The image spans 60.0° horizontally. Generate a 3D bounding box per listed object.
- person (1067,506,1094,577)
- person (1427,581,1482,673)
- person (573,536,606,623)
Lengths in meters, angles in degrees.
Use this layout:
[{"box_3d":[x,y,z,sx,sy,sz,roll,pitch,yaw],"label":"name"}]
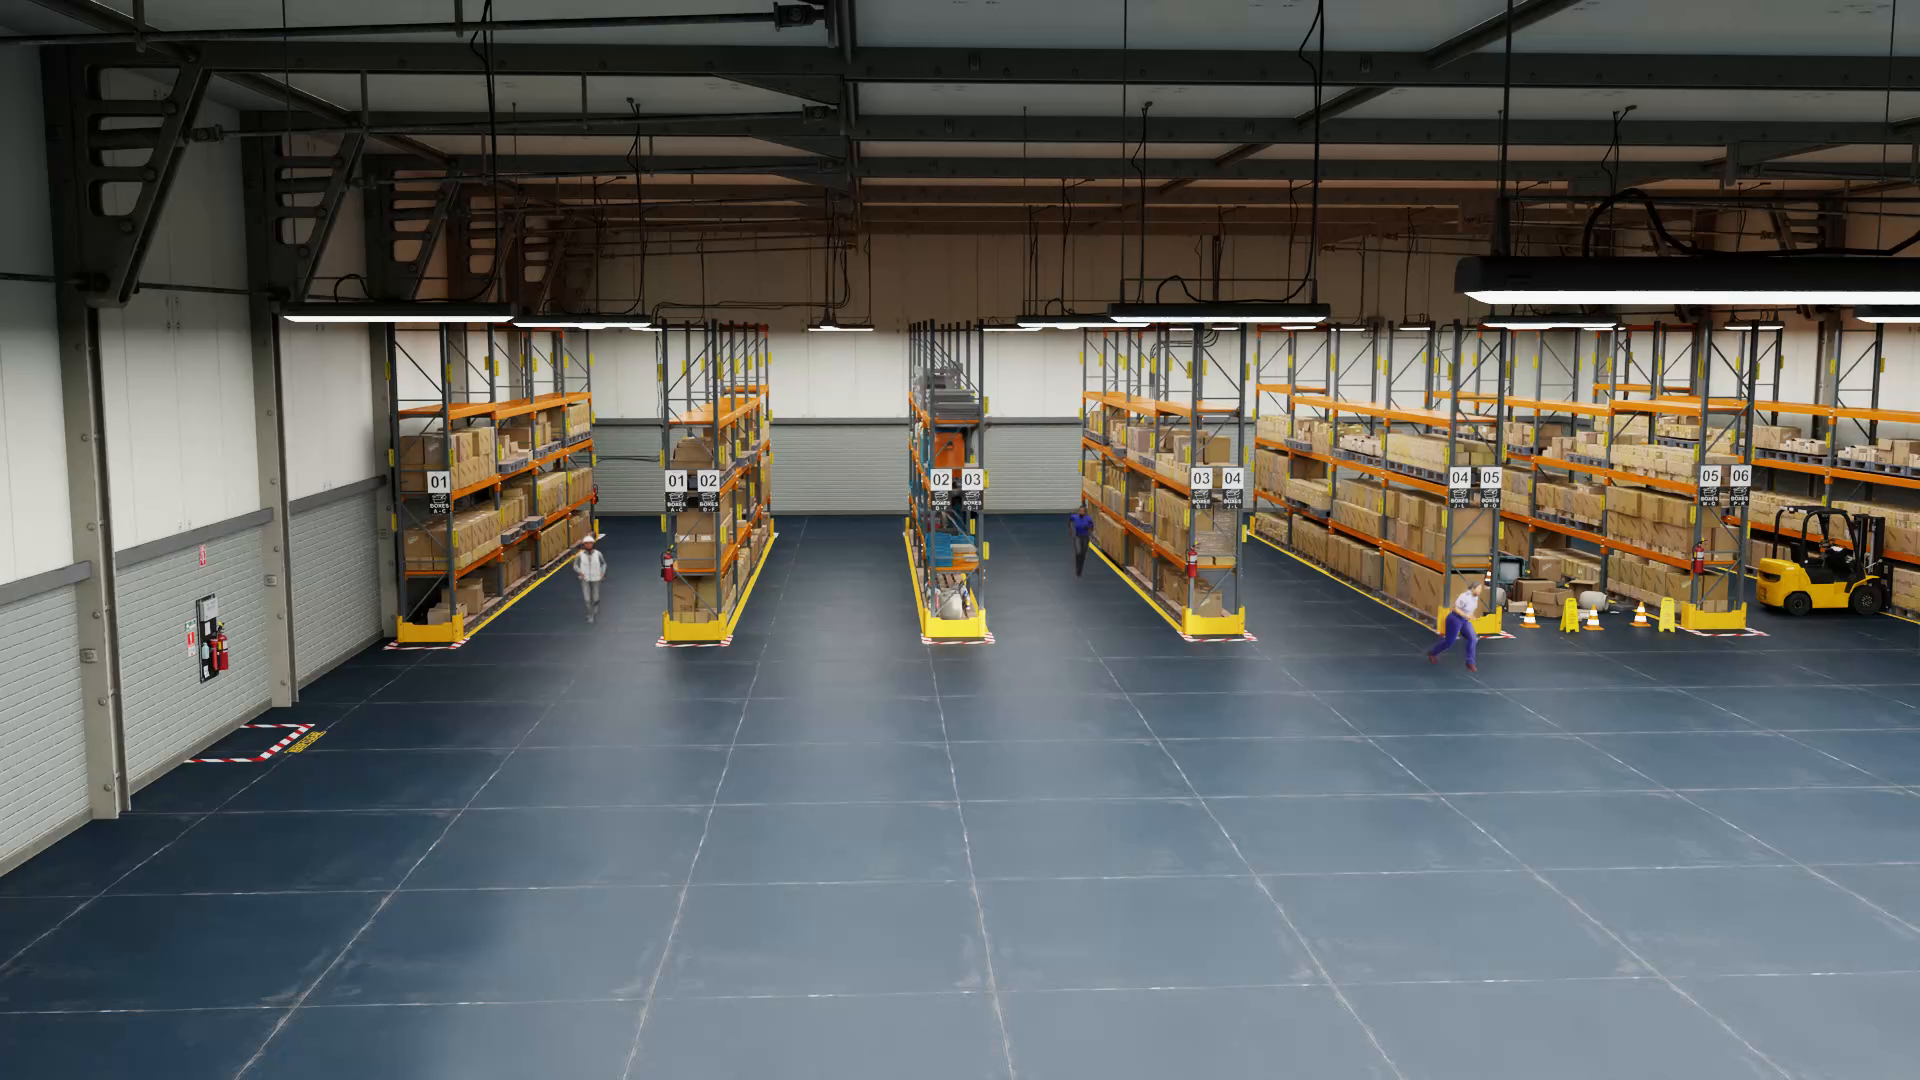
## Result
[{"box_3d":[2.719,0.020,37.457,0.564,1.625,0.825,0,7,-3],"label":"person"},{"box_3d":[8.487,1.459,28.532,0.963,1.612,0.648,7,10,43],"label":"person"},{"box_3d":[-7.379,0.784,33.172,0.661,1.731,0.585,-2,7,-14],"label":"person"}]
